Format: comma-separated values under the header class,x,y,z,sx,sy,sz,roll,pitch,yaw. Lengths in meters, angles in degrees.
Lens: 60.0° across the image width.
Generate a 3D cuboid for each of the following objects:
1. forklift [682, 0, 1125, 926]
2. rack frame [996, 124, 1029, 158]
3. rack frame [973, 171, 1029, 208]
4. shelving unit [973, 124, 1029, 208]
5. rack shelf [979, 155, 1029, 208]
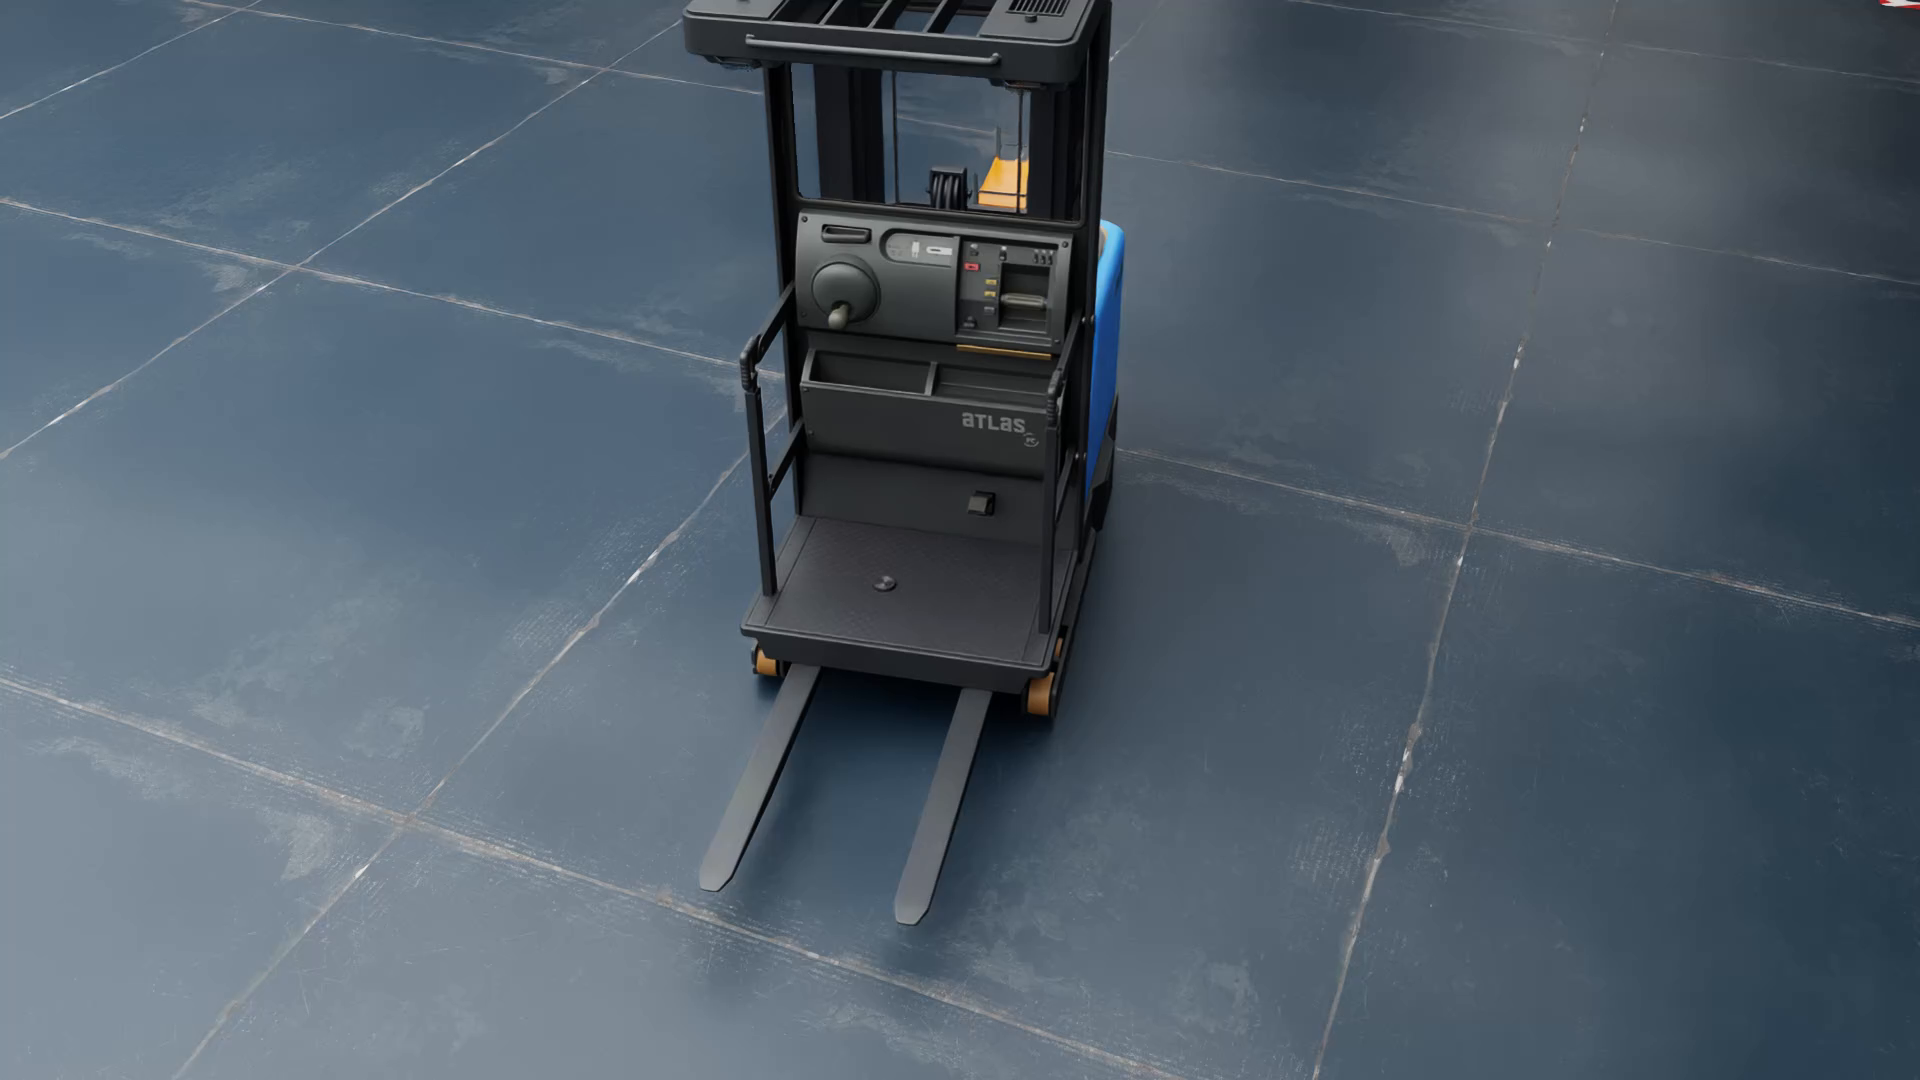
class,x,y,z,sx,sy,sz,roll,pitch,yaw
forklift,-0.136,-0.795,5.366,1.130,2.935,3.031,7,37,10
rack frame,0.276,-1.284,7.466,0.240,1.200,0.015,7,37,10
rack frame,0.173,-0.999,7.084,0.240,1.200,0.015,7,37,10
shelving unit,0.224,-1.142,7.275,0.258,1.200,0.503,7,37,10
rack shelf,0.224,-1.456,7.040,0.258,0.148,0.480,7,37,10
